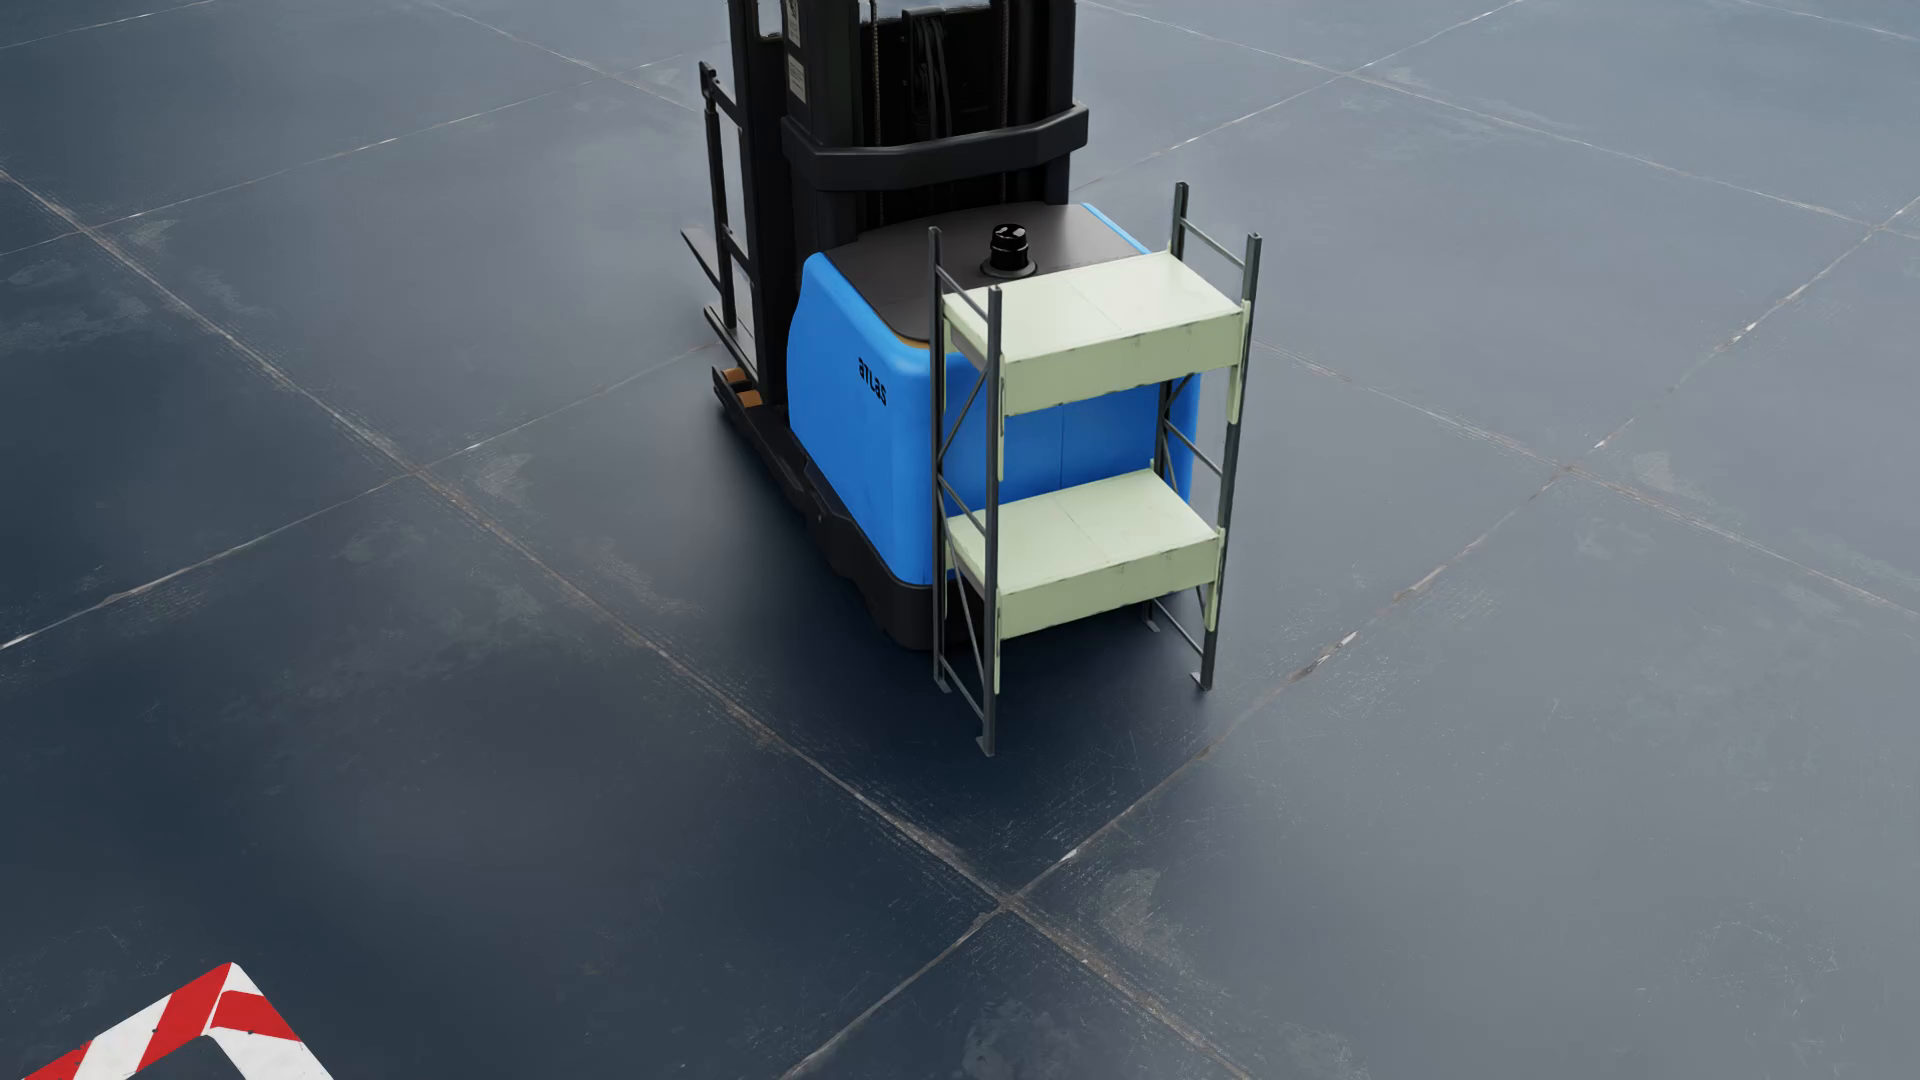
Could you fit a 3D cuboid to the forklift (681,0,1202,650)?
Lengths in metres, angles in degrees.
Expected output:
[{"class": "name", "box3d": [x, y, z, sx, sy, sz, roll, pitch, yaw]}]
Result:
[{"class": "forklift", "box3d": [-0.308, -1.696, 5.619, 1.130, 2.935, 3.031, -14, 37, -20]}]

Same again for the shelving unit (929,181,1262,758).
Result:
[{"class": "shelving unit", "box3d": [0.344, -0.172, 4.685, 0.755, 1.500, 0.431, -14, 37, -20]}]

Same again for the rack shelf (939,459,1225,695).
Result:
[{"class": "rack shelf", "box3d": [0.344, 0.095, 4.872, 0.720, 0.370, 0.431, -14, 37, -20]}]

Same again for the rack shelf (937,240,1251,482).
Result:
[{"class": "rack shelf", "box3d": [0.344, -0.492, 4.462, 0.720, 0.370, 0.431, -14, 37, -20]}]

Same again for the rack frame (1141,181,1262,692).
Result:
[{"class": "rack frame", "box3d": [0.679, -0.257, 4.808, 0.023, 1.500, 0.400, -14, 37, -20]}]

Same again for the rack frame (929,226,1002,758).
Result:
[{"class": "rack frame", "box3d": [0.010, -0.087, 4.563, 0.023, 1.500, 0.400, -14, 37, -20]}]
